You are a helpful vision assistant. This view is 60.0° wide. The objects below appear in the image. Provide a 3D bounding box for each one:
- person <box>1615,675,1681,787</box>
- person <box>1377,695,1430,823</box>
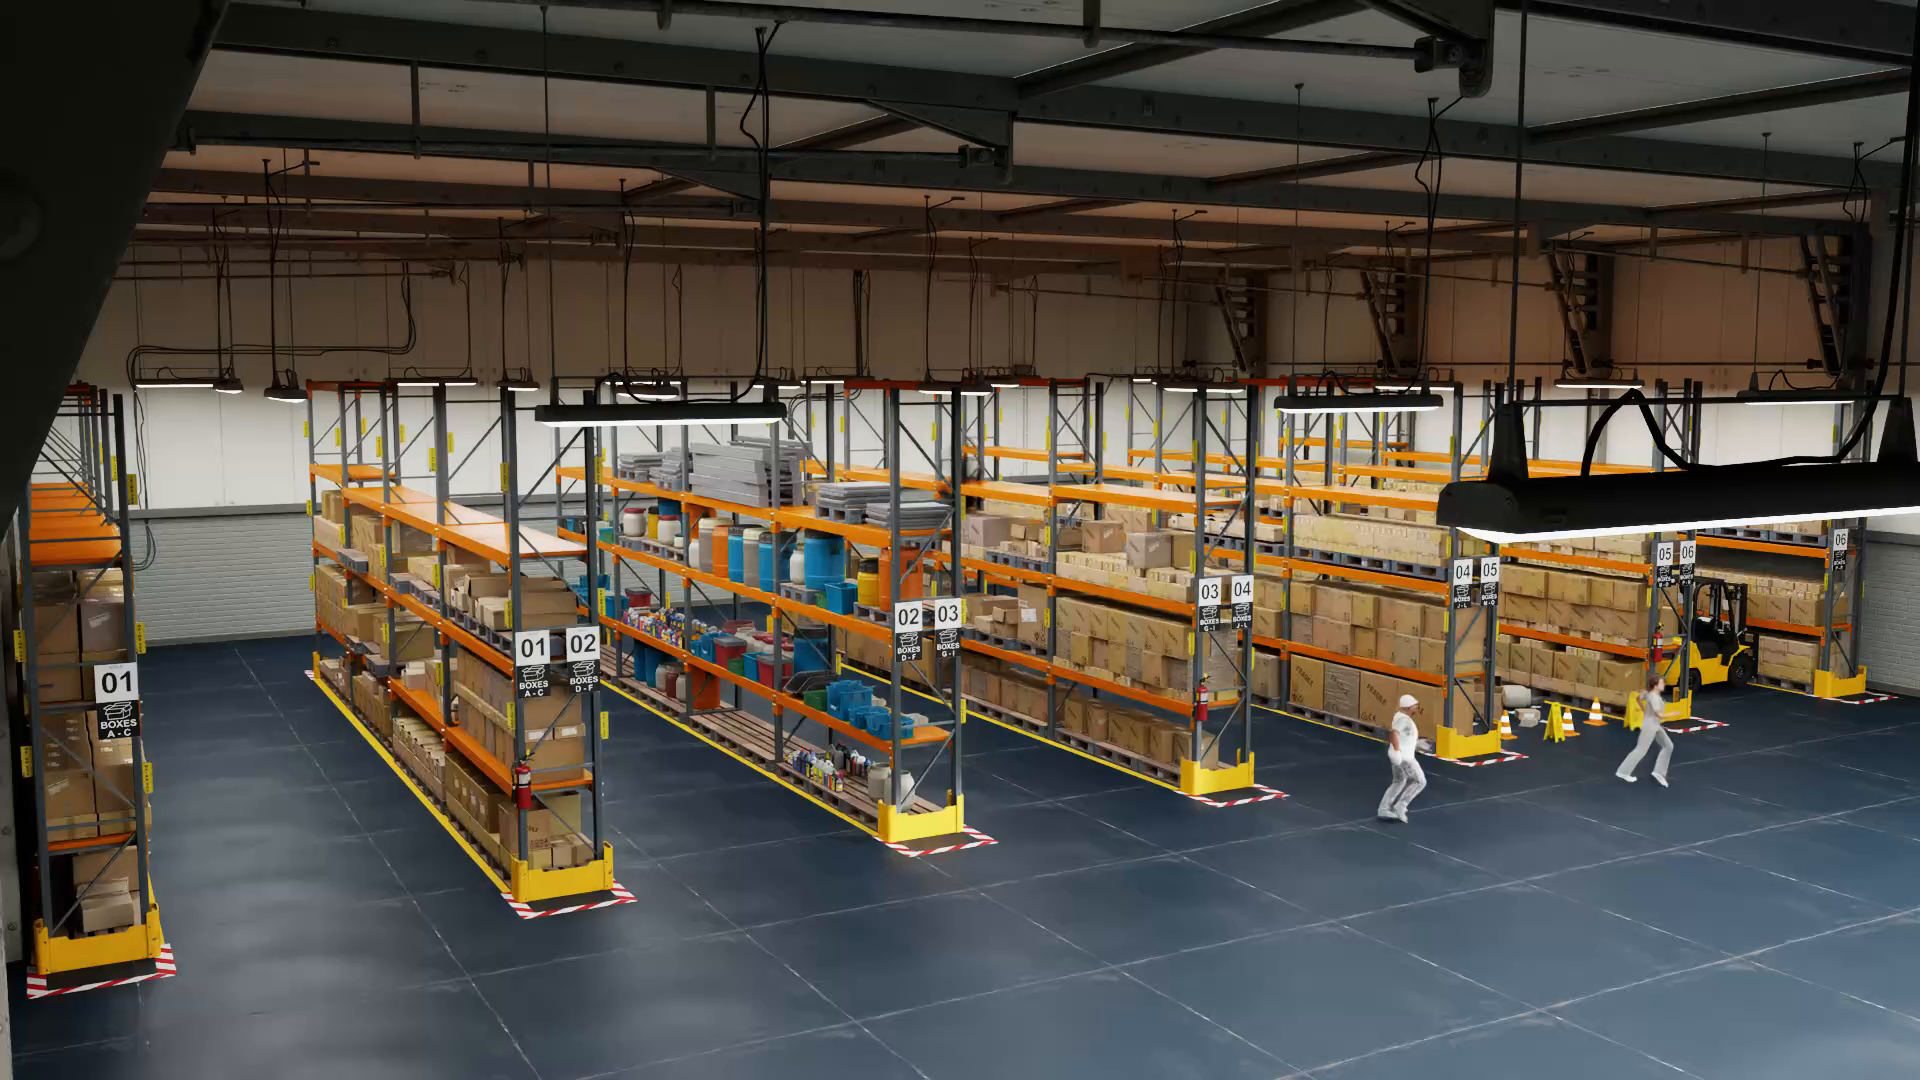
[{"bbox_3d":[10.329,2.855,24.942,0.876,1.698,0.571,2,7,21],"label":"person"},{"bbox_3d":[6.156,3.029,23.001,0.705,1.795,0.696,0,6,1],"label":"person"}]
